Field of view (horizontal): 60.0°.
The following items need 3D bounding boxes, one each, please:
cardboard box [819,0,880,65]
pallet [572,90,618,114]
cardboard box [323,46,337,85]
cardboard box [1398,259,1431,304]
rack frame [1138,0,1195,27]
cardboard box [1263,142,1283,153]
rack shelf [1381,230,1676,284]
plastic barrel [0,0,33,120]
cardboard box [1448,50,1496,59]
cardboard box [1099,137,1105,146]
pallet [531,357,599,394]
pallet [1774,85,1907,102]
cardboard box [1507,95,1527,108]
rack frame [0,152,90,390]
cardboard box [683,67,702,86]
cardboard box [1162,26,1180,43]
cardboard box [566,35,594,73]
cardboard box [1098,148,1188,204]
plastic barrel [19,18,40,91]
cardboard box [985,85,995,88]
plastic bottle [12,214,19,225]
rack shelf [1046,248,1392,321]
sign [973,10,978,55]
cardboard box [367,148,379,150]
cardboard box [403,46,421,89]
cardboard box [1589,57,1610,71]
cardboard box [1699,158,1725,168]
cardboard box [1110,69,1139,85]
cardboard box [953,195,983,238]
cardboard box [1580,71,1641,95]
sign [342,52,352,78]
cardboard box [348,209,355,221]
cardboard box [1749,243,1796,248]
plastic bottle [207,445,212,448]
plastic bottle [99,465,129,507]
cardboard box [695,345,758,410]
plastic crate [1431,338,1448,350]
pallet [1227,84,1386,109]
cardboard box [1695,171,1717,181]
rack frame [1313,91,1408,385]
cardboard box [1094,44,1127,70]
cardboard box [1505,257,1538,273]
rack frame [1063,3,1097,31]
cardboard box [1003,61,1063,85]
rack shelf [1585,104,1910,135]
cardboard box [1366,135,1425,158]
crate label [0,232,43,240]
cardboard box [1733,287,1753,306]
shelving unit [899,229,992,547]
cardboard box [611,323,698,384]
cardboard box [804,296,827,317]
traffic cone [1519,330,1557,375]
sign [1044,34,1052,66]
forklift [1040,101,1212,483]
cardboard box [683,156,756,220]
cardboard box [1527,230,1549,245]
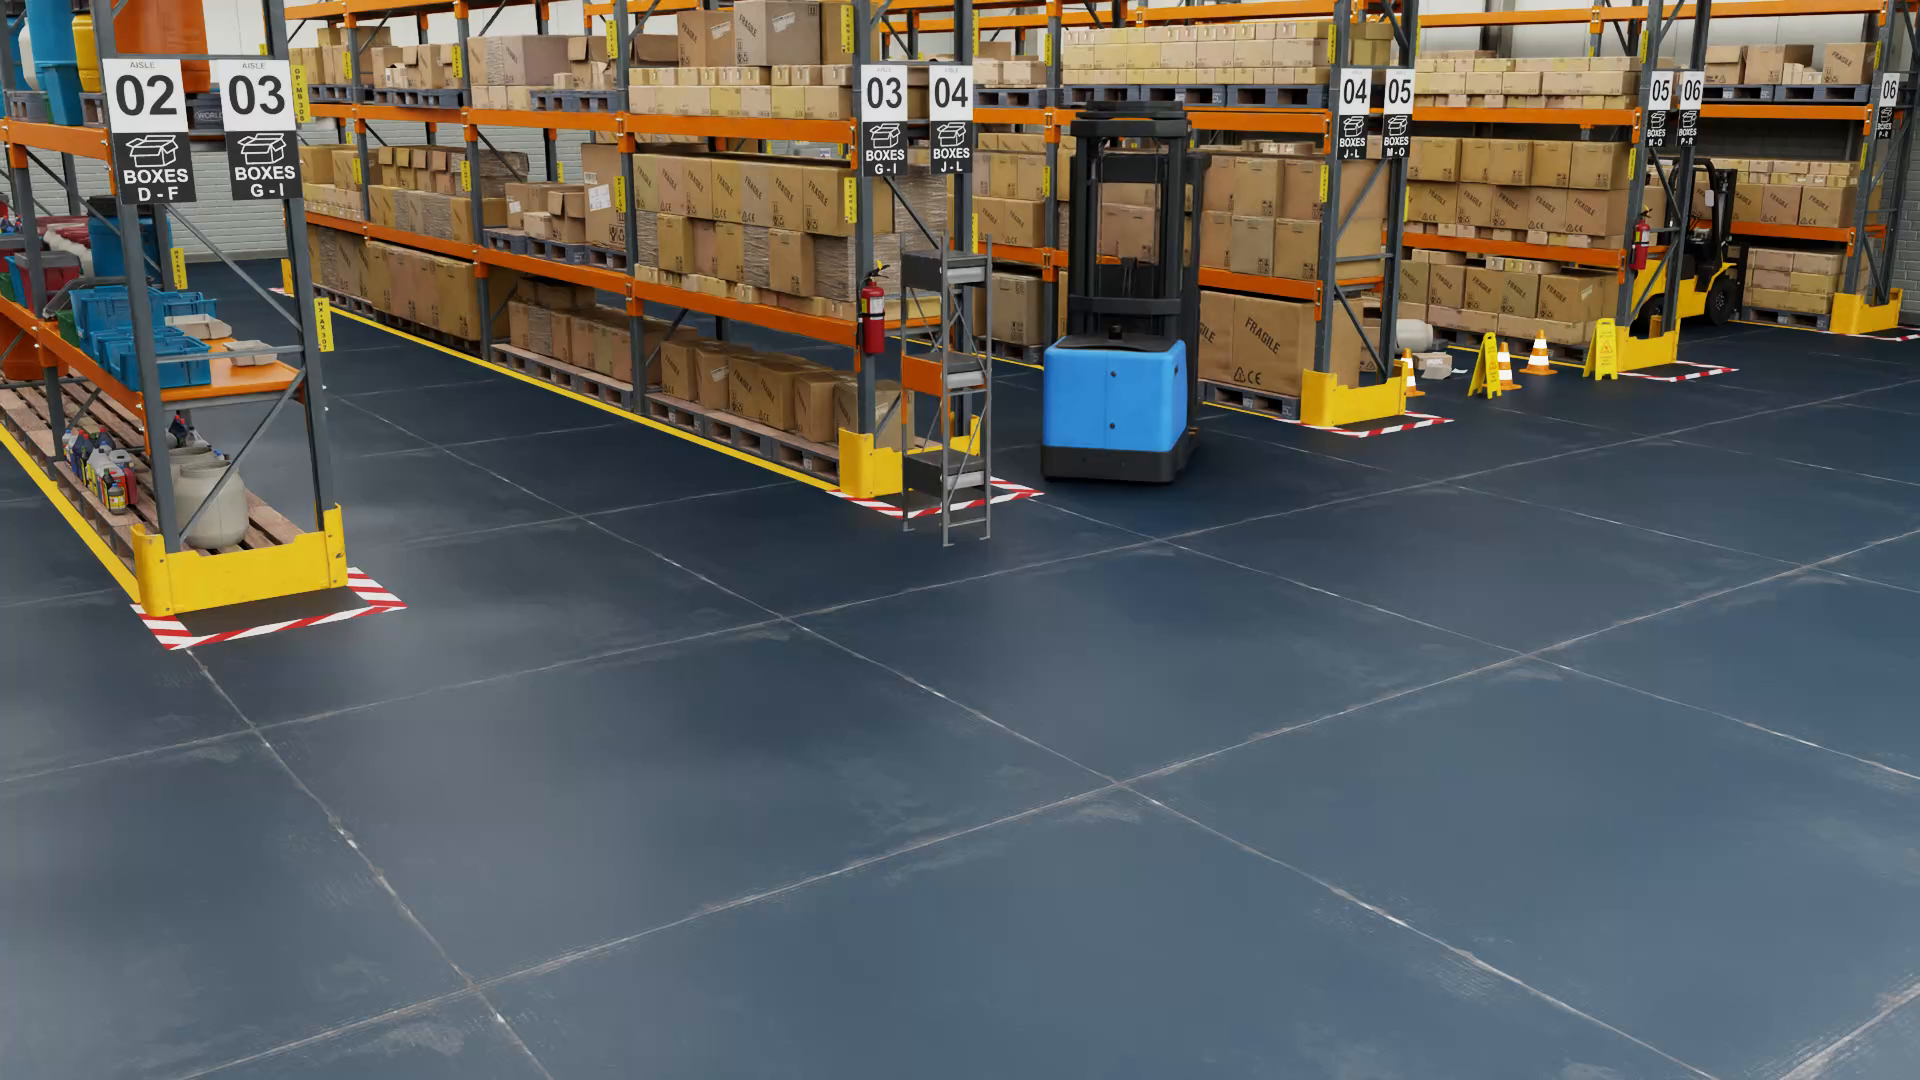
[{"bbox_3d":[-0.998,-4.107,13.517,0.500,0.500,0.500,-11,19,-35],"label":"cardboard box"},{"bbox_3d":[-2.972,-4.227,16.012,1.213,0.211,1.003,-11,19,-35],"label":"pallet"},{"bbox_3d":[-8.221,-6.450,22.603,0.700,0.500,0.500,-10,18,-32],"label":"cardboard box"},{"bbox_3d":[5.773,-3.218,20.645,0.500,0.500,0.500,-10,18,-32],"label":"cardboard box"},{"bbox_3d":[2.969,-8.008,23.790,1.000,3.000,0.127,-11,19,-35],"label":"rack frame"},{"bbox_3d":[4.270,-5.231,22.230,0.380,0.149,0.250,-12,19,-37],"label":"cardboard box"},{"bbox_3d":[6.496,-3.487,19.996,1.077,0.370,4.000,-11,19,-35],"label":"rack shelf"},{"bbox_3d":[-7.176,-3.717,12.843,0.600,0.901,0.708,-11,19,-35],"label":"plastic barrel"},{"bbox_3d":[7.809,-7.222,25.424,0.500,0.500,0.500,-10,18,-33],"label":"cardboard box"},{"bbox_3d":[2.145,-5.823,25.087,0.500,0.500,0.500,-10,18,-34],"label":"cardboard box"},{"bbox_3d":[-3.876,-1.804,17.768,1.003,0.211,1.213,-11,19,-35],"label":"pallet"},{"bbox_3d":[11.290,-5.737,21.340,1.003,0.211,1.213,-11,19,-35],"label":"pallet"},{"bbox_3d":[6.506,-5.043,19.112,0.380,0.149,0.250,-11,19,-36],"label":"cardboard box"},{"bbox_3d":[-9.054,-2.808,16.153,1.000,3.000,0.127,-11,19,-35],"label":"rack frame"},{"bbox_3d":[-2.135,-3.948,14.167,0.380,0.149,0.250,-11,19,-36],"label":"cardboard box"},{"bbox_3d":[2.210,-4.976,16.375,0.380,0.149,0.250,-11,19,-35],"label":"cardboard box"},{"bbox_3d":[-3.976,-5.034,17.467,0.500,0.500,0.500,-10,18,-34],"label":"cardboard box"},{"bbox_3d":[1.982,-3.880,17.742,0.875,0.550,0.550,-11,19,-35],"label":"cardboard box"},{"bbox_3d":[-6.608,-3.534,12.118,0.421,0.512,0.421,0,15,0],"label":"plastic barrel"},{"bbox_3d":[0.628,-7.392,26.680,0.396,0.266,0.258,-11,19,-35],"label":"cardboard box"},{"bbox_3d":[-10.601,-3.493,18.748,0.144,0.351,0.185,-11,19,-35],"label":"plastic bottle"},{"bbox_3d":[2.552,-2.697,17.110,1.077,0.370,4.000,-11,19,-35],"label":"rack shelf"},{"bbox_3d":[0.095,-3.821,12.517,0.100,0.325,0.005,-11,19,-35],"label":"sign"},{"bbox_3d":[-8.067,-5.222,23.274,0.500,0.500,0.500,-12,19,-36],"label":"cardboard box"},{"bbox_3d":[-6.266,-5.709,20.078,0.797,0.503,0.637,-11,19,-35],"label":"cardboard box"},{"bbox_3d":[7.114,-5.204,18.192,0.380,0.149,0.250,-10,18,-34],"label":"cardboard box"},{"bbox_3d":[10.263,-5.109,22.579,0.380,0.149,0.250,-11,19,-34],"label":"cardboard box"},{"bbox_3d":[1.761,-4.755,17.075,0.380,0.149,0.250,-11,19,-35],"label":"cardboard box"},{"bbox_3d":[0.259,-3.805,19.606,0.500,0.500,0.500,-11,19,-34],"label":"cardboard box"},{"bbox_3d":[7.154,-4.992,18.171,0.500,0.250,0.500,-11,19,-35],"label":"cardboard box"},{"bbox_3d":[-7.847,-6.079,21.292,0.100,0.325,0.005,-11,19,-35],"label":"sign"},{"bbox_3d":[-7.995,-4.379,22.369,0.380,0.149,0.250,-10,18,-33],"label":"cardboard box"},{"bbox_3d":[10.974,-3.883,22.600,0.500,0.250,0.500,-11,19,-35],"label":"cardboard box"},{"bbox_3d":[-5.543,-0.569,12.308,0.097,0.271,0.097,0,15,0],"label":"plastic bottle"},{"bbox_3d":[-5.910,-0.380,11.609,0.152,0.276,0.135,-11,19,-34],"label":"plastic bottle"},{"bbox_3d":[-2.150,-1.507,15.338,0.500,0.500,0.500,-5,16,-17],"label":"cardboard box"},{"bbox_3d":[5.580,-2.390,20.156,0.583,0.080,0.402,10,18,33],"label":"plastic crate"},{"bbox_3d":[3.283,-4.177,15.643,1.003,0.211,1.213,-11,19,-35],"label":"pallet"},{"bbox_3d":[10.201,-4.951,22.564,0.380,0.149,0.250,-11,19,-36],"label":"cardboard box"},{"bbox_3d":[3.728,-2.617,15.454,1.000,3.000,0.127,-11,19,-35],"label":"rack frame"},{"bbox_3d":[1.735,-4.984,17.158,0.500,0.250,0.500,-11,19,-35],"label":"cardboard box"},{"bbox_3d":[6.575,-3.210,19.387,0.380,0.149,0.250,-10,18,-34],"label":"cardboard box"},{"bbox_3d":[2.278,-10.488,32.849,1.000,3.000,0.127,-11,19,-35],"label":"rack frame"},{"bbox_3d":[0.831,-5.222,18.590,0.500,0.250,0.500,-11,19,-34],"label":"cardboard box"},{"bbox_3d":[10.509,-5.705,22.417,1.077,0.370,4.000,-11,19,-35],"label":"rack shelf"},{"bbox_3d":[5.404,-4.807,20.810,0.700,0.500,0.500,-11,19,-35],"label":"cardboard box"},{"bbox_3d":[-8.688,-2.571,15.220,0.502,0.435,0.616,-11,19,-35],"label":"crate label"},{"bbox_3d":[10.582,-3.321,22.442,0.500,0.250,0.500,-11,19,-34],"label":"cardboard box"},{"bbox_3d":[-0.097,-1.048,11.428,0.431,2.100,0.503,-11,19,-35],"label":"shelving unit"},{"bbox_3d":[-3.039,-1.863,16.604,0.700,0.500,0.500,-13,20,-39],"label":"cardboard box"},{"bbox_3d":[-1.013,-1.875,13.220,0.380,0.149,0.250,-11,19,-35],"label":"cardboard box"},{"bbox_3d":[6.376,-2.074,18.279,0.336,0.463,0.334,-11,19,-35],"label":"traffic cone"},{"bbox_3d":[0.943,-5.232,17.754,0.100,0.325,0.005,-11,19,-35],"label":"sign"},{"bbox_3d":[1.503,-2.208,14.091,1.130,2.935,3.031,4,16,14],"label":"forklift"},{"bbox_3d":[-2.048,-3.047,14.382,0.500,0.500,0.500,-11,19,-35],"label":"cardboard box"},{"bbox_3d":[6.732,-3.477,19.074,0.380,0.149,0.250,-10,18,-34],"label":"cardboard box"}]
